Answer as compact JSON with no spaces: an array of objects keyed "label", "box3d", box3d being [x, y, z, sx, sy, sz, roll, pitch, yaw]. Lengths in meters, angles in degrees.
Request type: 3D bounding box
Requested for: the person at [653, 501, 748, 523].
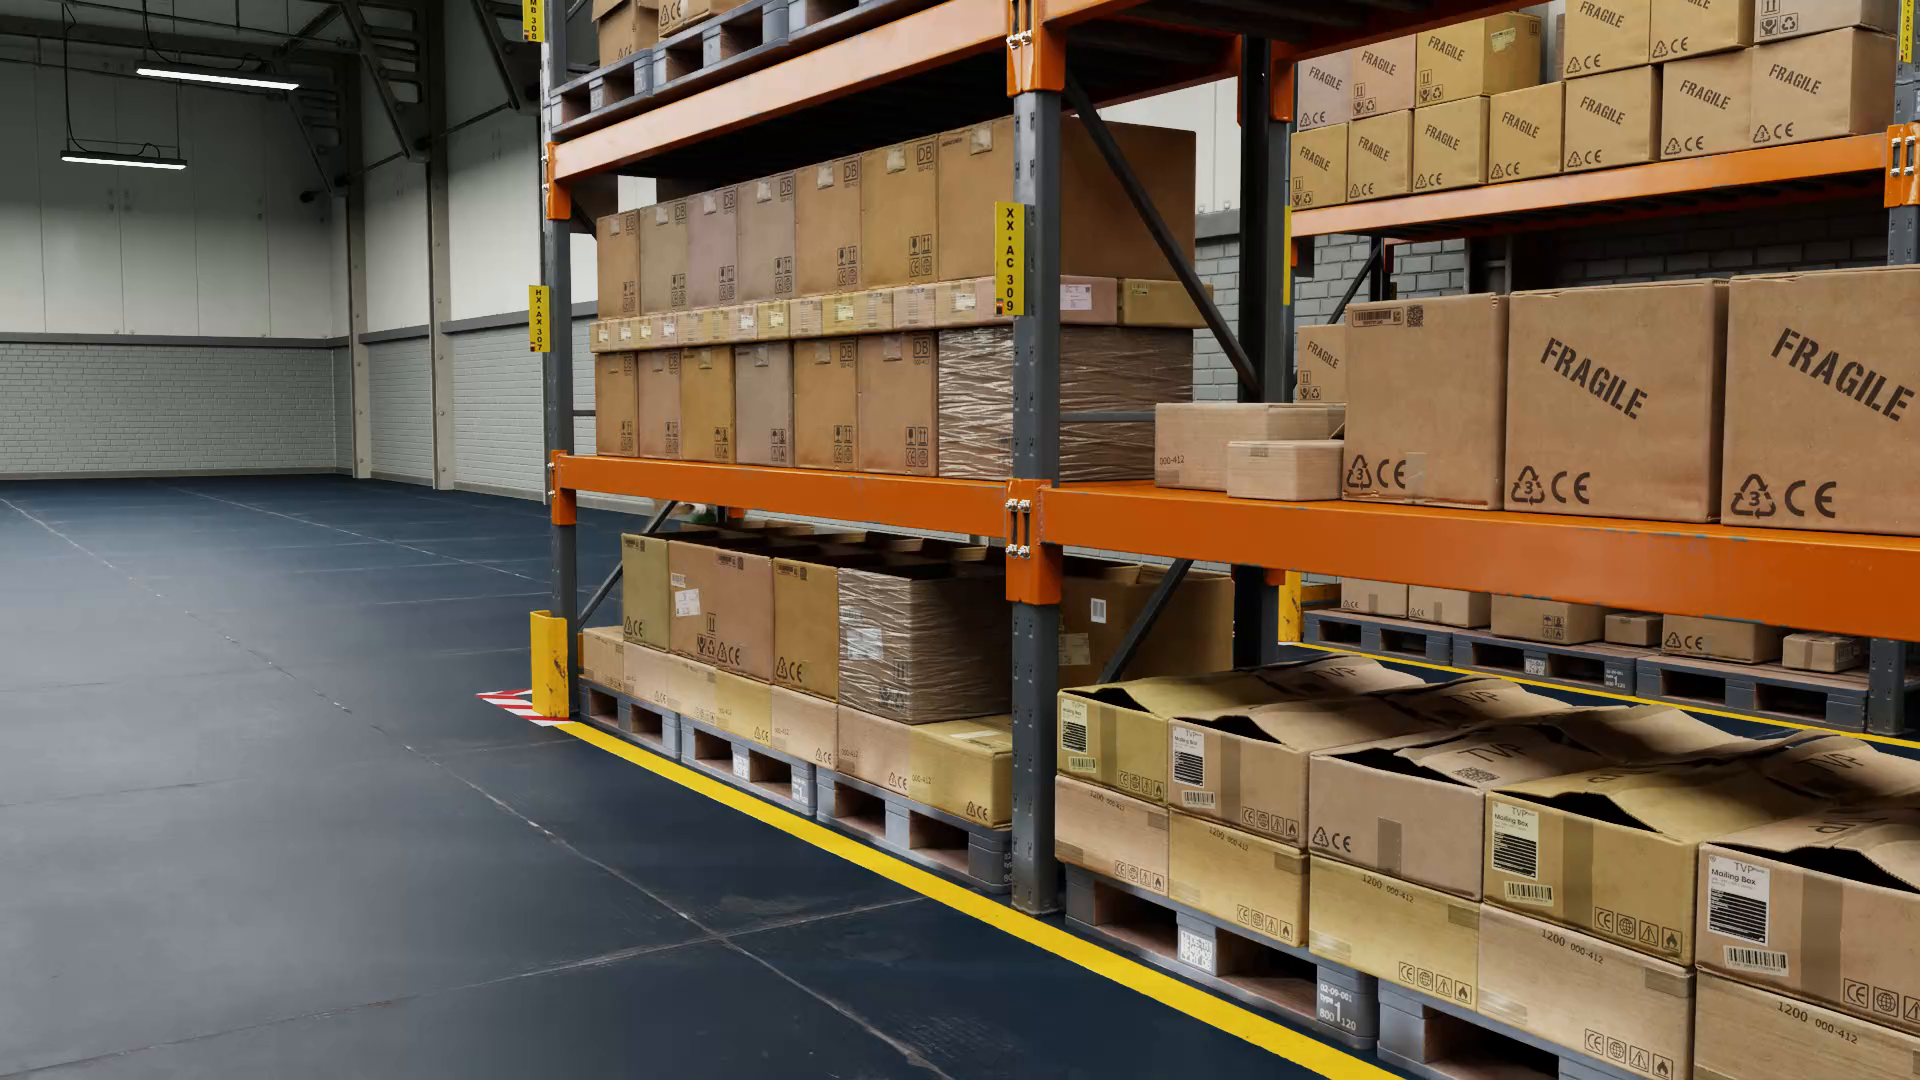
[{"label":"person","box3d":[-1.510,-0.145,9.933,0.505,1.787,0.564,4,6,44]}]
